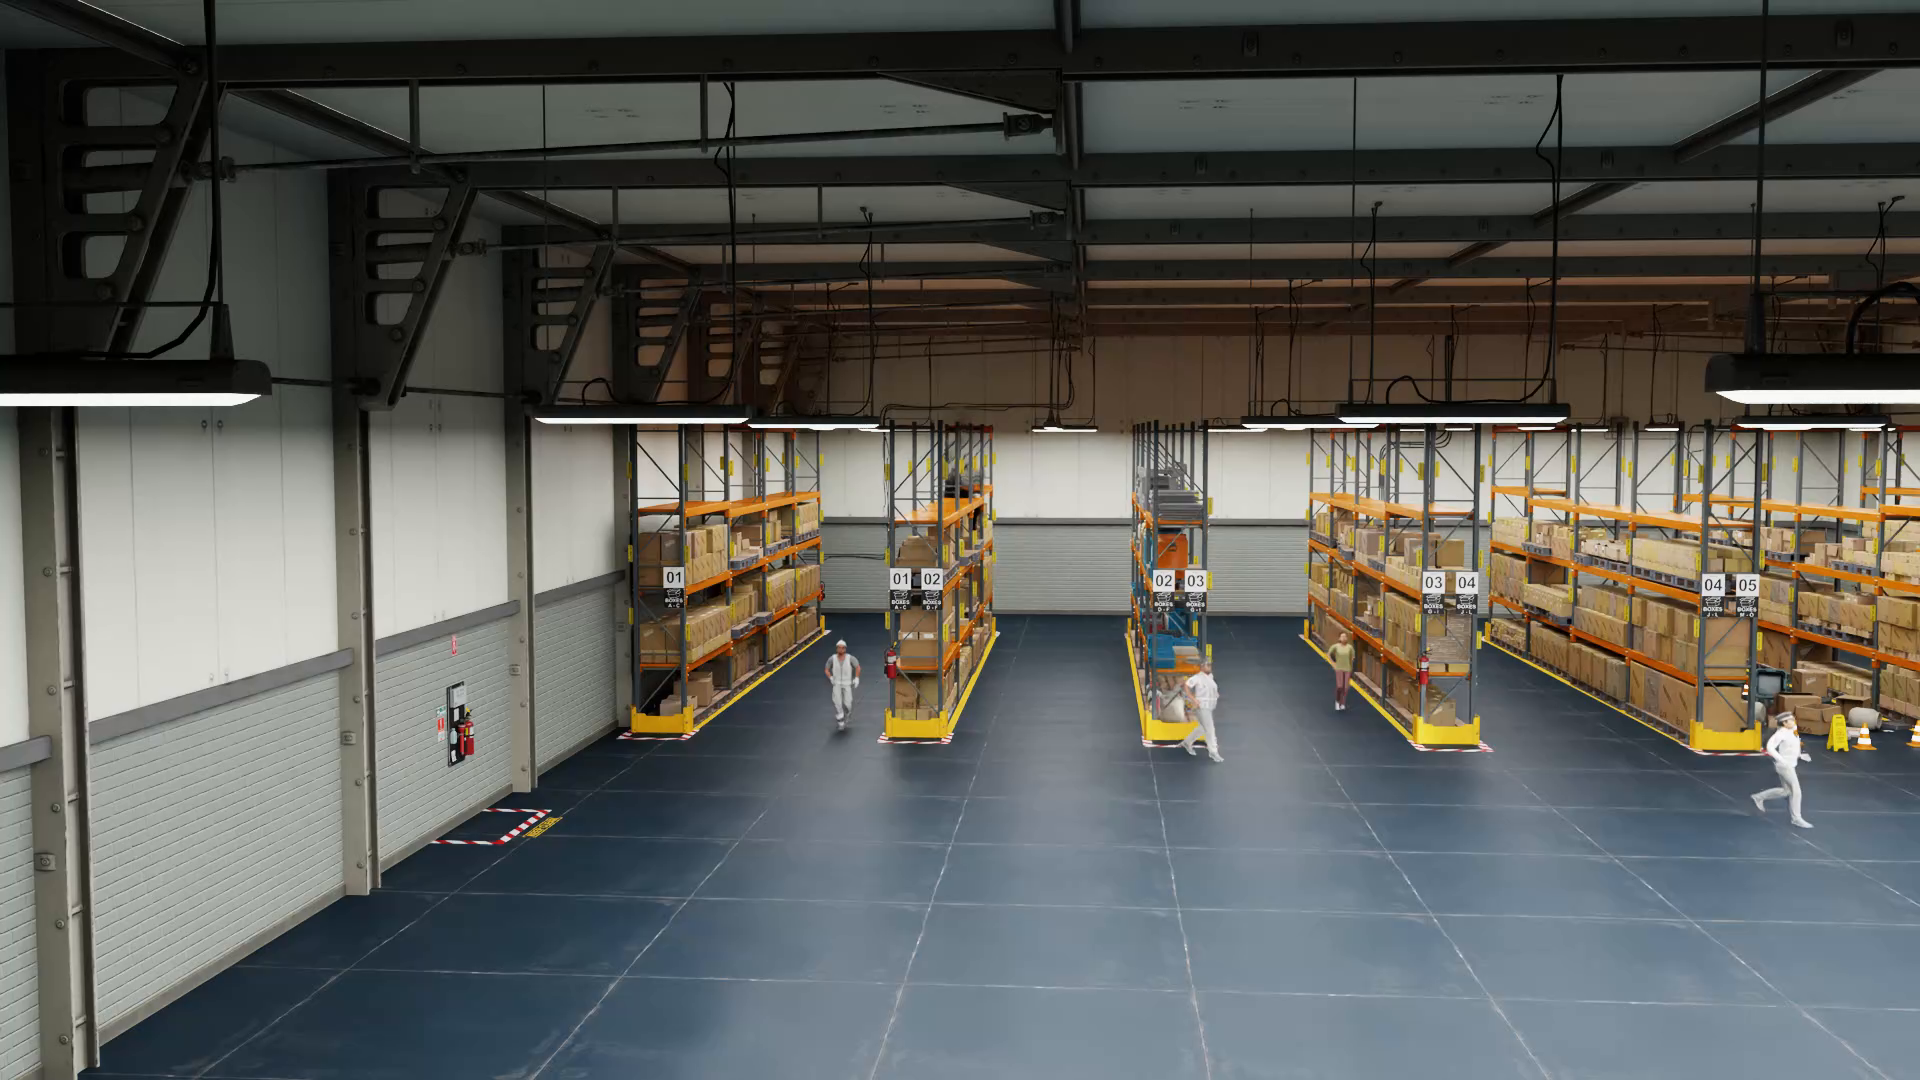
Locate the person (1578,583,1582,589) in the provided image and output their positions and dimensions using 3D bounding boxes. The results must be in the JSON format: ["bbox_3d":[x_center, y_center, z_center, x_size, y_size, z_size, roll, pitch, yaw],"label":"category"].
[{"bbox_3d":[16.806,2.026,45.224,0.532,1.725,0.753,0,4,-6],"label":"person"}]

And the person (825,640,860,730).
[{"bbox_3d":[-2.276,2.814,32.200,0.690,1.746,0.619,0,4,-3],"label":"person"}]

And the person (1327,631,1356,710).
[{"bbox_3d":[7.926,2.714,34.414,0.565,1.643,0.575,0,4,-1],"label":"person"}]

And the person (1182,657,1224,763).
[{"bbox_3d":[4.338,2.967,29.406,0.888,1.805,0.692,2,4,33],"label":"person"}]

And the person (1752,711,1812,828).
[{"bbox_3d":[12.102,3.345,24.467,0.843,1.696,0.618,3,5,38],"label":"person"}]
